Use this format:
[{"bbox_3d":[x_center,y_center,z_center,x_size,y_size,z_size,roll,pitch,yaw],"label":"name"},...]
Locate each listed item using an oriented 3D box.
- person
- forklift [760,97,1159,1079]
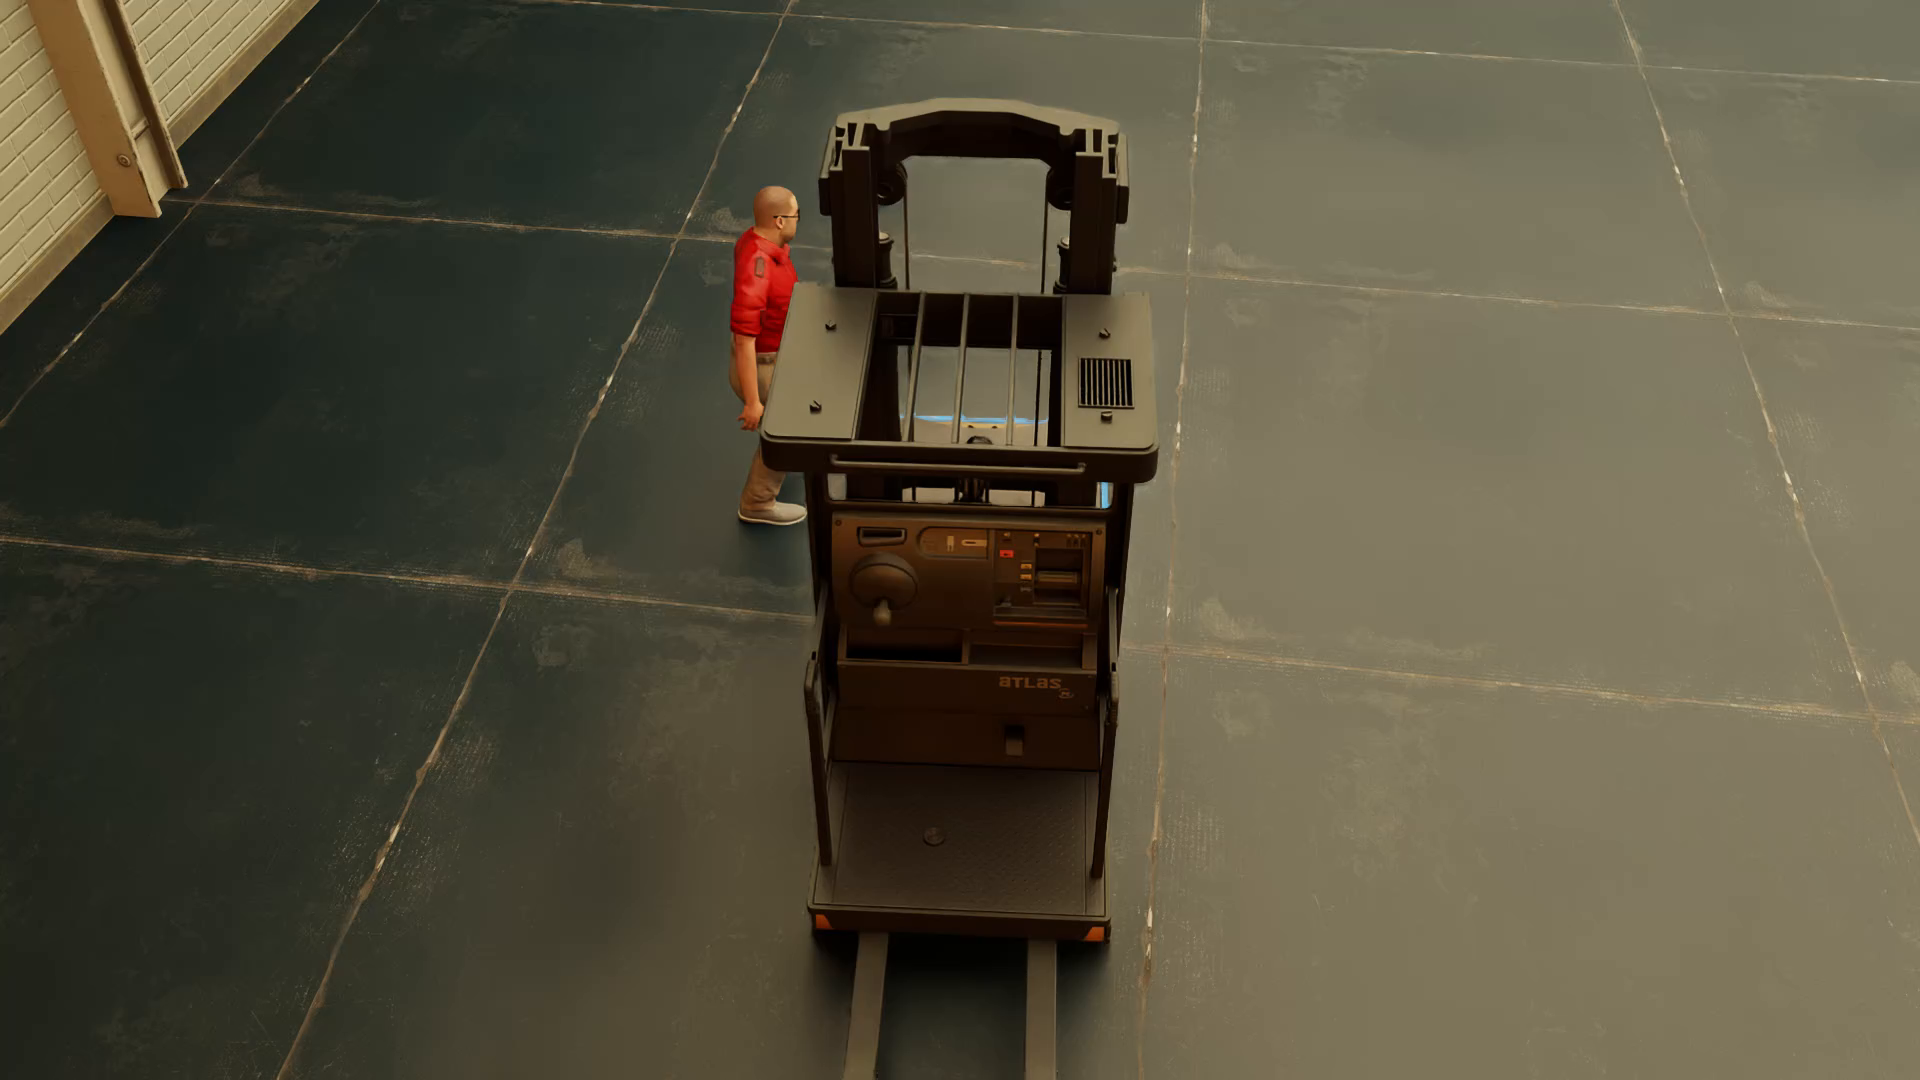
[{"bbox_3d":[-0.878,-0.840,7.564,0.405,1.700,0.878,-4,43,-4],"label":"person"},{"bbox_3d":[0.018,0.195,5.512,1.130,2.935,3.031,2,43,2],"label":"forklift"}]
